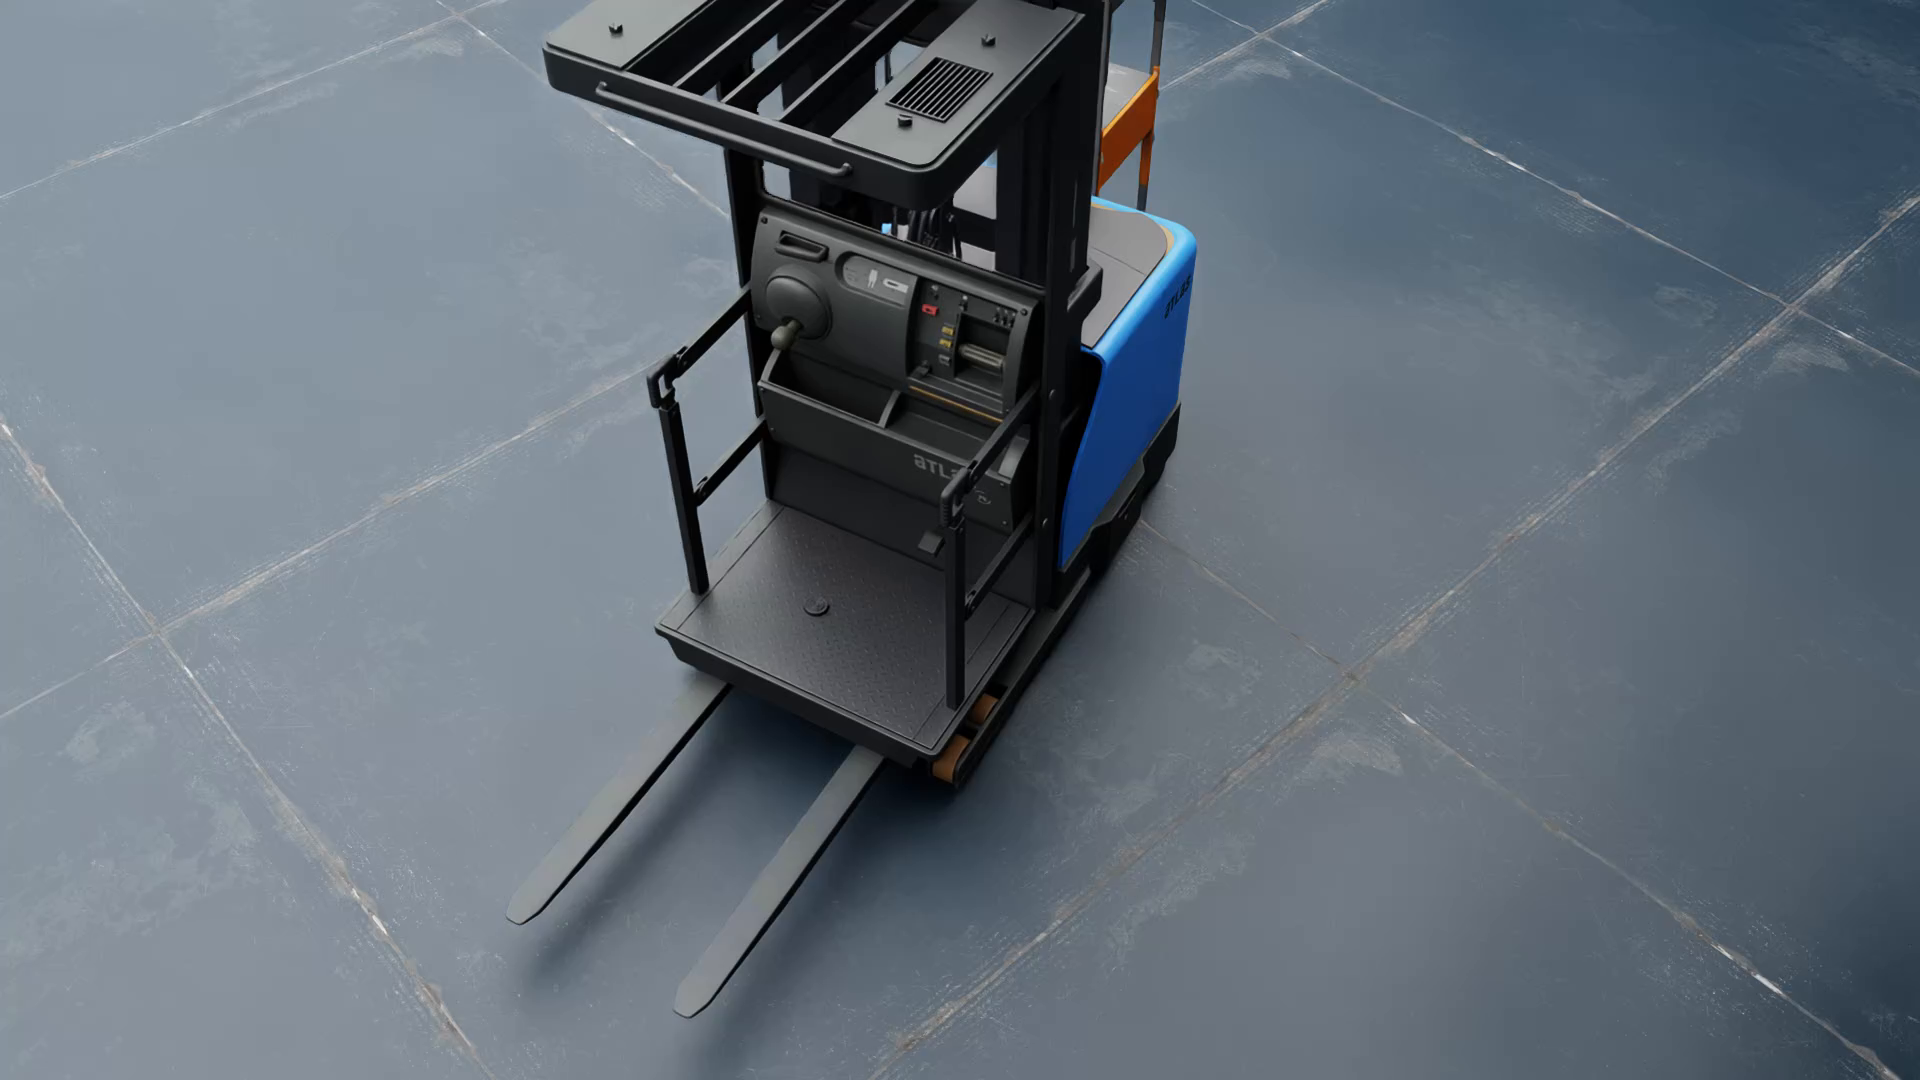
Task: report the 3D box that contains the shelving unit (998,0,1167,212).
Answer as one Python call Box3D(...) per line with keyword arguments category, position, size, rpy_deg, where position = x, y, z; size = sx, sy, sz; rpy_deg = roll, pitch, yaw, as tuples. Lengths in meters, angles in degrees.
Box3D(category="shelving unit", position=(0.436, -1.487, 6.193), size=(0.431, 2.100, 0.503), rpy_deg=(22, 51, 19))

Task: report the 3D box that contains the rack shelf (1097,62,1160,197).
Box3D(category="rack shelf", position=(0.436, -1.477, 6.203), size=(0.431, 0.518, 0.480), rpy_deg=(22, 51, 19))

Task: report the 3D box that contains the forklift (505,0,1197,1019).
Box3D(category="forklift", position=(-0.317, -0.579, 4.790), size=(1.130, 2.935, 3.031), rpy_deg=(22, 51, 19))

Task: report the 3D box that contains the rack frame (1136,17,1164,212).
Box3D(category="rack frame", position=(0.555, -1.643, 6.337), size=(0.400, 2.100, 0.015), rpy_deg=(22, 51, 19))

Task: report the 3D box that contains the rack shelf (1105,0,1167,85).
Box3D(category="rack shelf", position=(0.436, -1.952, 5.689), size=(0.431, 0.518, 0.480), rpy_deg=(22, 51, 19))

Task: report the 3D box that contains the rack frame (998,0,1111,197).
Box3D(category="rack frame", position=(0.317, -1.330, 6.049), size=(0.400, 2.100, 0.015), rpy_deg=(22, 51, 19))
